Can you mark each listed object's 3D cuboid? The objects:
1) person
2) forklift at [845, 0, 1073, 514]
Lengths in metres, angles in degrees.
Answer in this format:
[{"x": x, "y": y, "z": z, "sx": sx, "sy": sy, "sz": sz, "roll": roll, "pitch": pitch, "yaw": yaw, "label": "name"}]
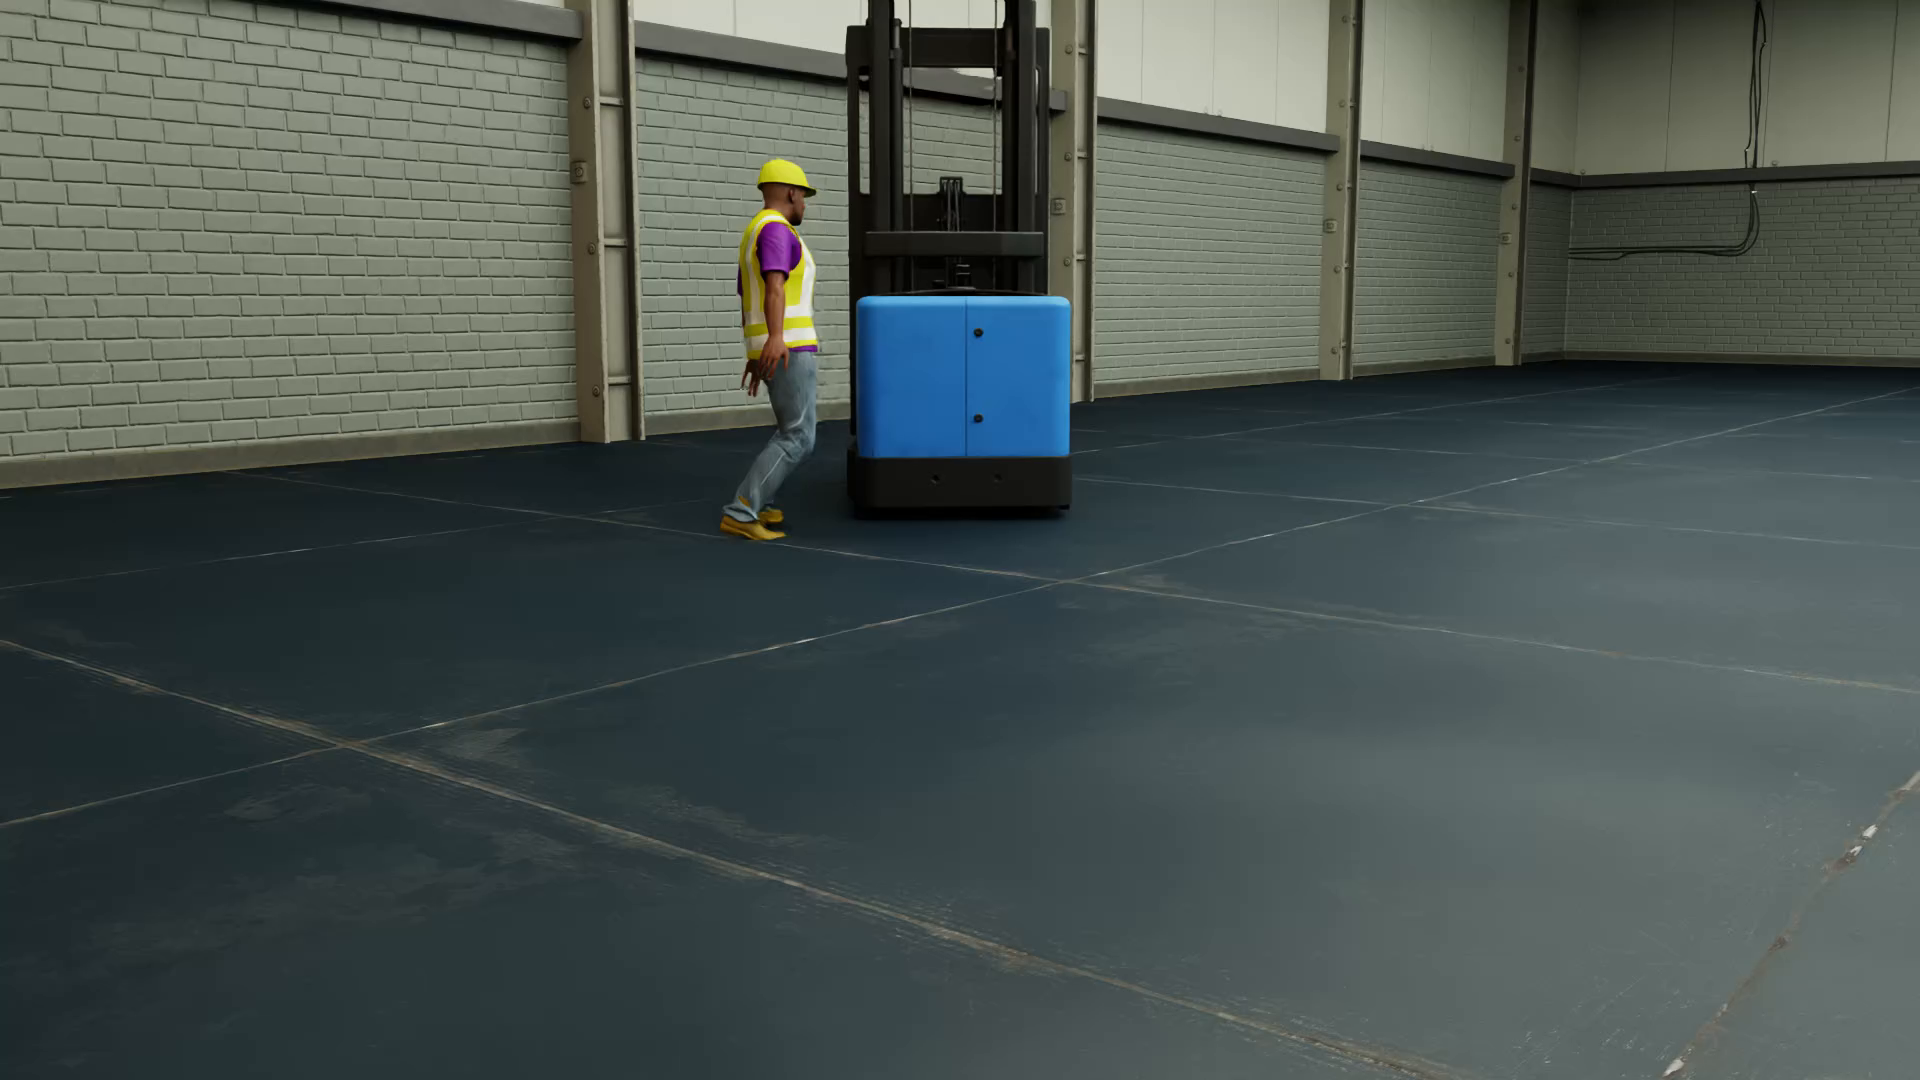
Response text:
[{"x": -0.859, "y": -0.851, "z": 7.494, "sx": 0.504, "sy": 1.720, "sz": 0.912, "roll": -2, "pitch": 9, "yaw": -14, "label": "person"}, {"x": -0.082, "y": -1.757, "z": 9.286, "sx": 1.130, "sy": 2.935, "sz": 3.031, "roll": -1, "pitch": 8, "yaw": -4, "label": "forklift"}]
